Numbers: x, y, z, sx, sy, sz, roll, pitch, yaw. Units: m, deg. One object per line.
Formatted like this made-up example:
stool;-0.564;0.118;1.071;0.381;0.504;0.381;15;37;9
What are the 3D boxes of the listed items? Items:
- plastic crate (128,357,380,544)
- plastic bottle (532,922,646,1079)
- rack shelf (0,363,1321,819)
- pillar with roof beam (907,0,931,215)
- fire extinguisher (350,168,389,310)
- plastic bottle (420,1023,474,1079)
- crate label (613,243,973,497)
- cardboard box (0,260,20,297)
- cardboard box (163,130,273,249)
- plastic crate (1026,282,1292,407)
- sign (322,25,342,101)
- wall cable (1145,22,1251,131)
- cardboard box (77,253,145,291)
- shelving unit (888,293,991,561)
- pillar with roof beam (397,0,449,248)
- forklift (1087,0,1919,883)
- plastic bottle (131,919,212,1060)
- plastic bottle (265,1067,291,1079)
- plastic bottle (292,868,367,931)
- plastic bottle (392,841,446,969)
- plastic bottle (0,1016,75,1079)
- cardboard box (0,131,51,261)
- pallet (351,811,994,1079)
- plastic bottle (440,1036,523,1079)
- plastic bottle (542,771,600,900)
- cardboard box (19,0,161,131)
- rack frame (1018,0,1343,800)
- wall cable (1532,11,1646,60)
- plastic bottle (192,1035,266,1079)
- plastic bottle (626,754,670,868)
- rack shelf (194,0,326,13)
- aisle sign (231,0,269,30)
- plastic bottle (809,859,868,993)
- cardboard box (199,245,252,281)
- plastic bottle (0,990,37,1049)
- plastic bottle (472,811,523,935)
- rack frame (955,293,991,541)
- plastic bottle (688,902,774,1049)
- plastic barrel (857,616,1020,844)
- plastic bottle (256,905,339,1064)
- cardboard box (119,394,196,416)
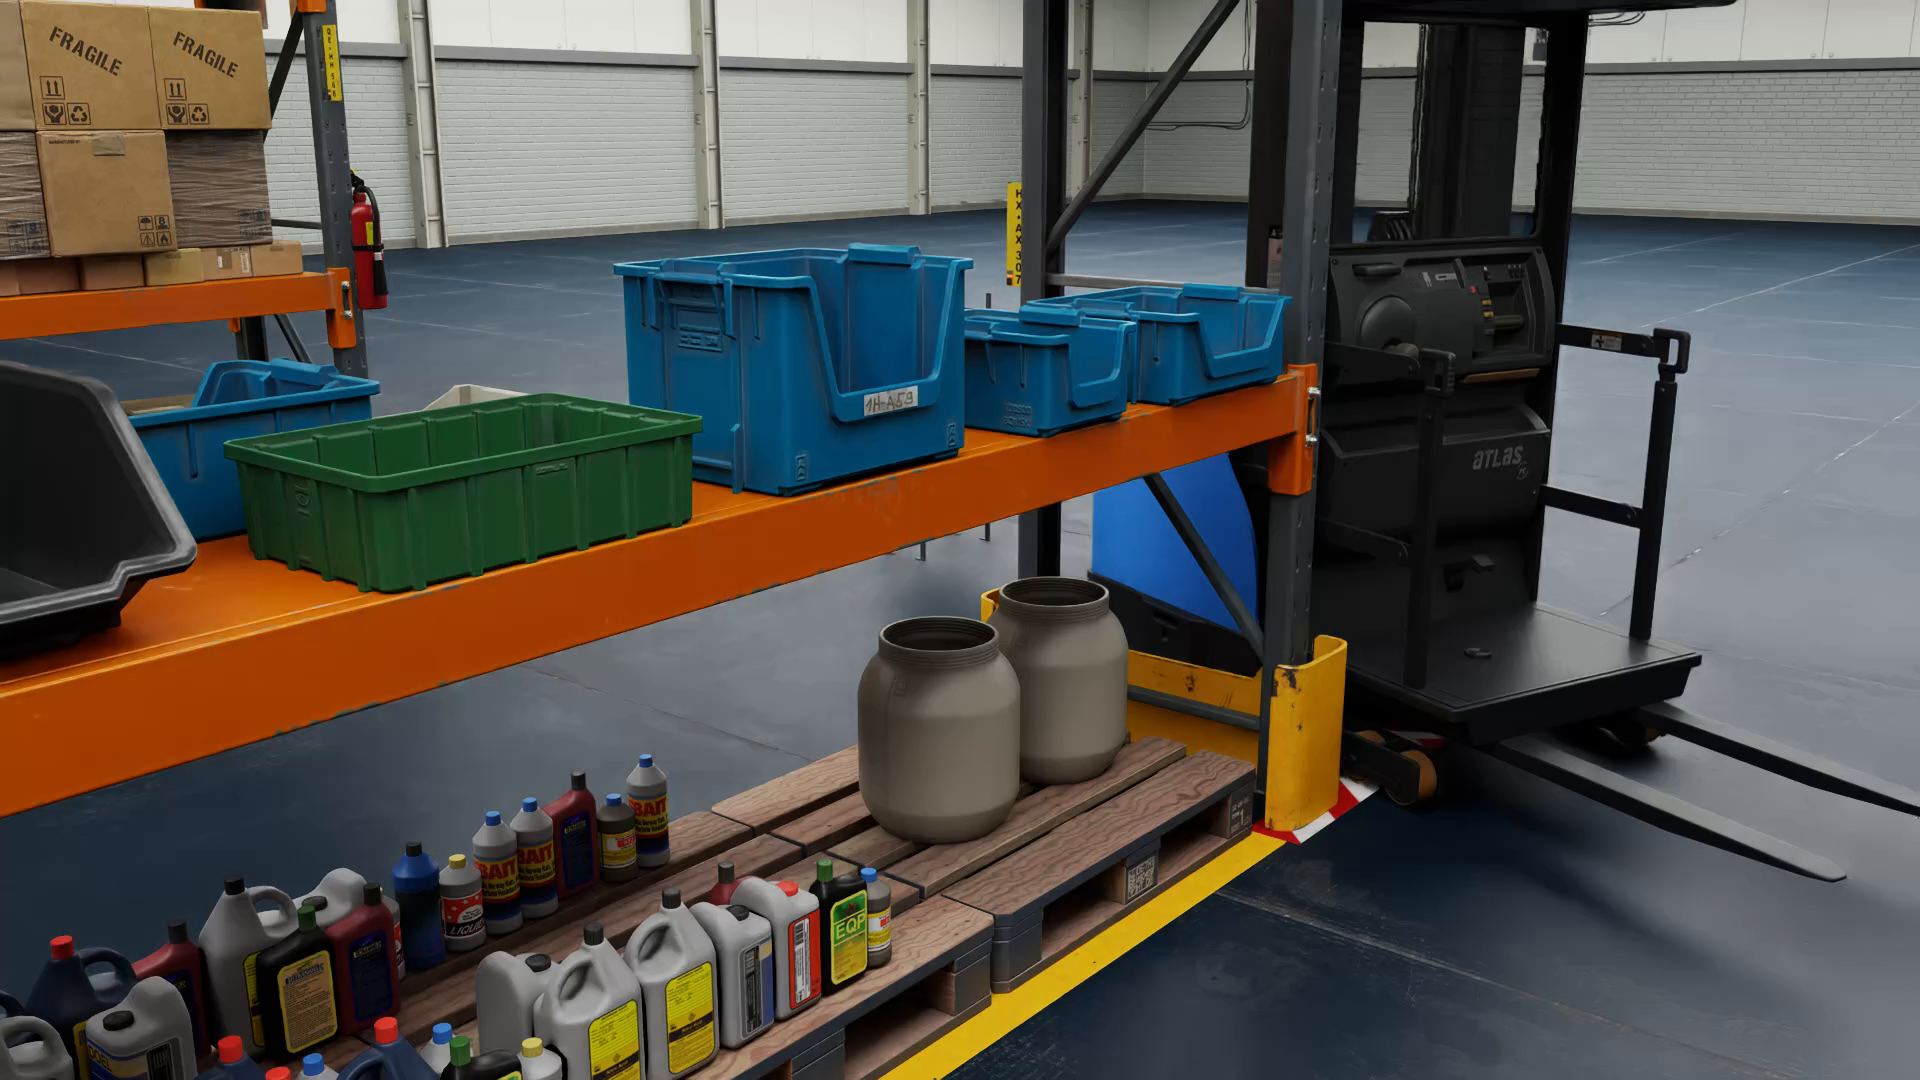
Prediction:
plastic crate;-1.414;-0.165;2.983;0.499;0.251;0.616;11;18;38
plastic bottle;-0.683;0.879;3.055;0.144;0.351;0.185;11;18;37
rack shelf;-0.642;-0.018;3.561;1.077;0.370;4.000;11;18;38
pillar with roof beam;2.486;-10.660;31.811;9.100;9.000;0.400;11;18;38
fire extinguisher;-2.807;-1.429;7.812;0.296;0.674;0.183;11;18;38
plastic bottle;-0.887;0.965;2.878;0.097;0.271;0.097;0;14;0
crate label;-0.331;-0.372;3.424;0.502;0.435;0.616;11;18;38
cardboard box;-4.028;-1.066;6.735;0.380;0.149;0.250;11;18;38
cardboard box;-3.604;-1.607;7.550;0.875;0.500;0.500;11;18;38
plastic crate;0.534;-0.535;4.439;0.499;0.251;0.616;11;18;38
sign;-2.818;-2.140;7.463;0.100;0.325;0.005;11;18;38
wall cable;5.789;-11.330;40.754;3.097;2.526;0.112;11;18;38
cardboard box;-3.699;-1.158;7.101;0.380;0.149;0.250;11;18;38
shelving unit;-0.104;-0.550;7.850;0.258;1.200;0.503;11;18;38
pillar with roof beam;-5.056;-8.362;22.764;9.100;9.000;0.400;11;18;38
forklift;1.649;-0.751;5.126;1.130;2.935;3.031;-8;16;-28
plastic bottle;-1.527;0.878;3.199;0.061;0.283;0.133;13;19;41
plastic bottle;-1.068;0.997;2.592;0.144;0.351;0.185;12;18;39
plastic bottle;-1.289;0.827;3.415;0.152;0.276;0.135;12;18;39
plastic bottle;-1.172;0.782;3.598;0.097;0.271;0.097;0;14;0
plastic bottle;-1.606;0.942;2.810;0.144;0.351;0.185;11;18;38
cardboard box;-4.173;-1.404;6.750;0.875;0.500;0.500;11;18;38
pallet;-0.678;1.011;3.713;1.003;0.211;1.213;11;18;38
plastic bottle;-0.814;0.968;2.842;0.061;0.283;0.133;12;19;40
plastic bottle;-0.923;0.694;3.924;0.061;0.283;0.133;12;18;38
cardboard box;-3.700;-1.953;6.880;0.500;0.500;0.500;11;18;38
rack frame;0.615;-0.749;4.980;1.000;3.000;0.127;11;18;38
wall cable;13.163;-13.011;34.158;2.305;6.003;0.169;11;18;38
plastic bottle;-1.181;0.975;2.680;0.144;0.351;0.185;11;18;38
plastic bottle;-0.766;0.659;4.085;0.097;0.271;0.097;0;14;0
rack shelf;-4.494;-2.238;6.209;1.077;0.370;4.000;11;18;38
aisle sign;-3.431;-2.834;7.907;0.394;0.787;0.004;11;18;38
plastic bottle;-0.257;0.799;3.510;0.061;0.283;0.133;12;18;39
cardboard box;-3.413;-1.260;7.500;0.380;0.149;0.250;11;18;38
plastic bottle;-1.718;0.919;2.898;0.144;0.351;0.185;11;18;36
plastic bottle;-1.045;0.744;3.751;0.097;0.271;0.097;0;14;0
rack frame;0.049;-0.597;8.034;0.240;1.200;0.015;11;18;38
plastic bottle;-0.465;0.848;3.332;0.152;0.276;0.135;11;18;36
plastic barrel;-0.054;0.487;4.314;0.421;0.512;0.421;0;14;0
plastic bottle;-1.299;0.864;3.251;0.061;0.283;0.133;11;18;38
cardboard box;-3.642;-0.391;7.793;0.500;0.500;0.500;-12;18;-39
